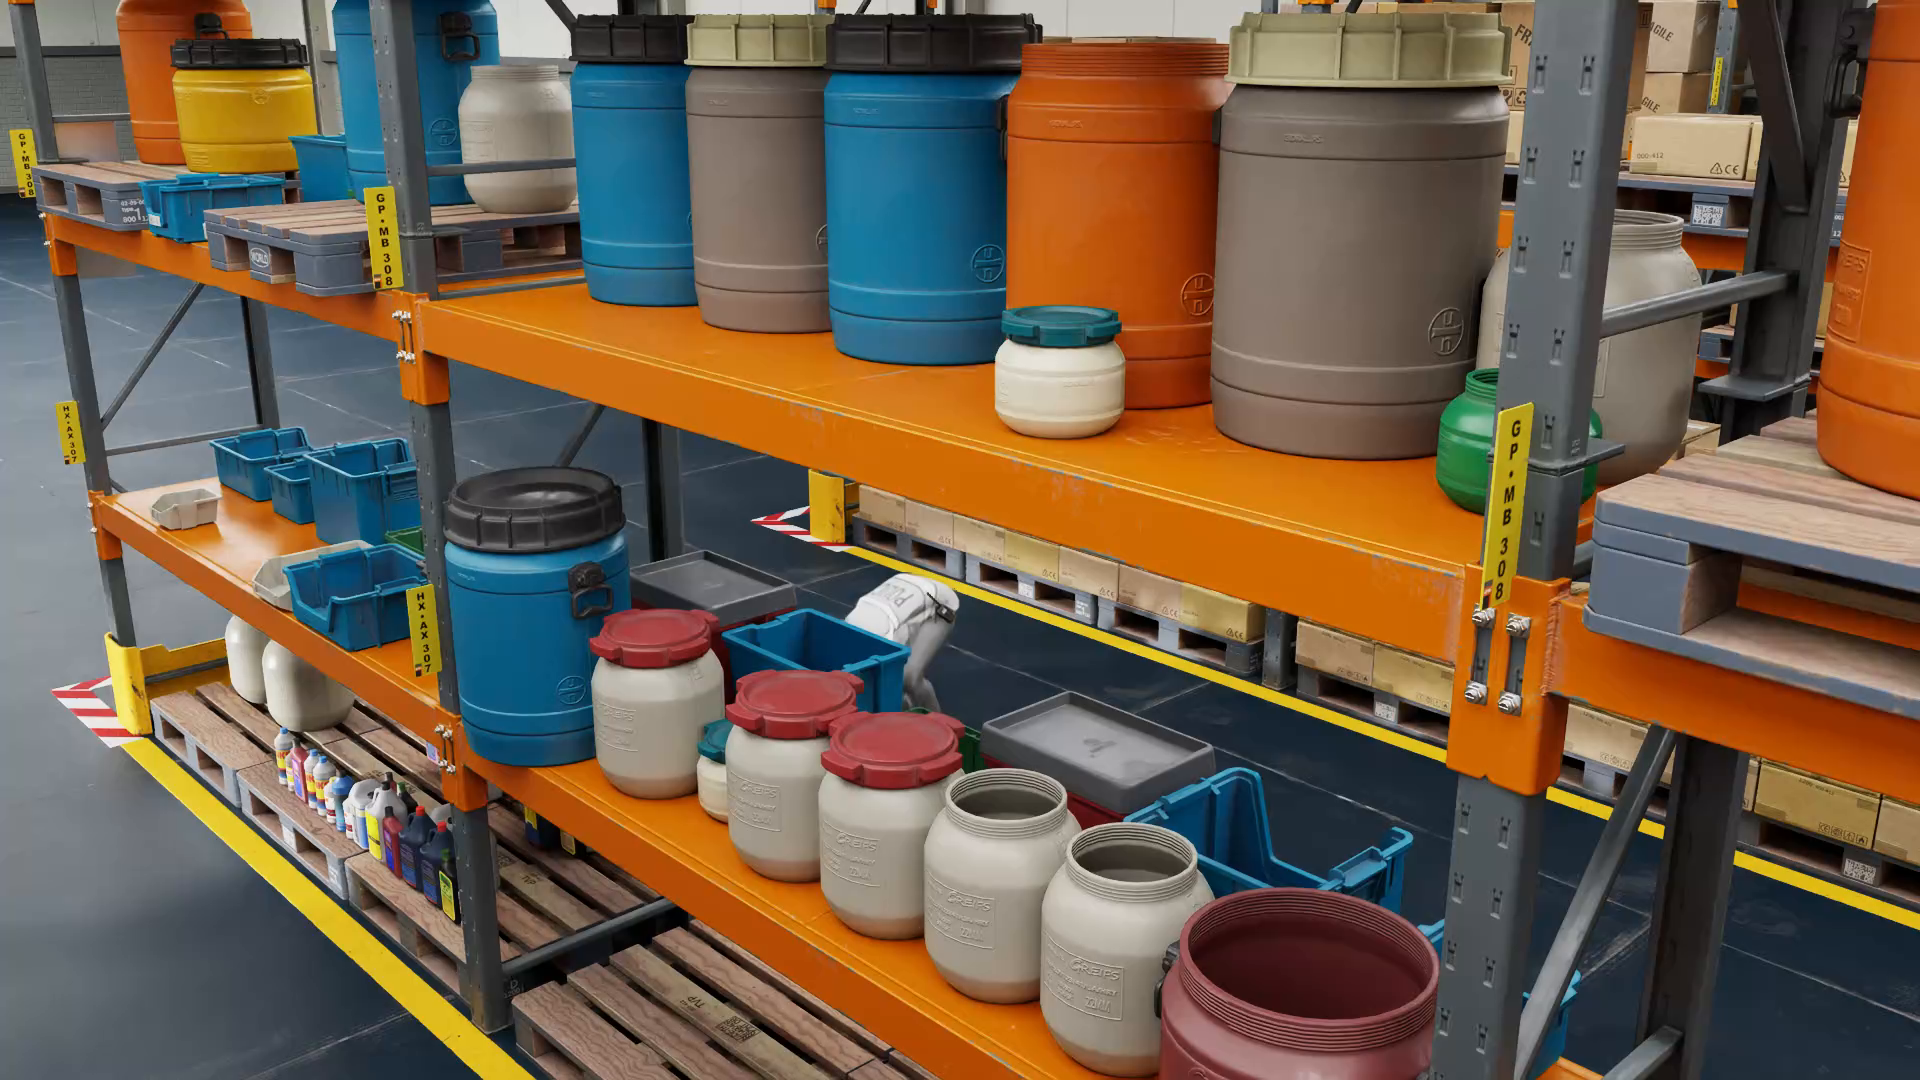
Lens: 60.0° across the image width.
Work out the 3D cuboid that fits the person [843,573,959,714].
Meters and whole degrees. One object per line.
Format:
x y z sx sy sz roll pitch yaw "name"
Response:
-0.394 0.664 8.768 0.470 0.866 0.905 16 24 41 "person"
